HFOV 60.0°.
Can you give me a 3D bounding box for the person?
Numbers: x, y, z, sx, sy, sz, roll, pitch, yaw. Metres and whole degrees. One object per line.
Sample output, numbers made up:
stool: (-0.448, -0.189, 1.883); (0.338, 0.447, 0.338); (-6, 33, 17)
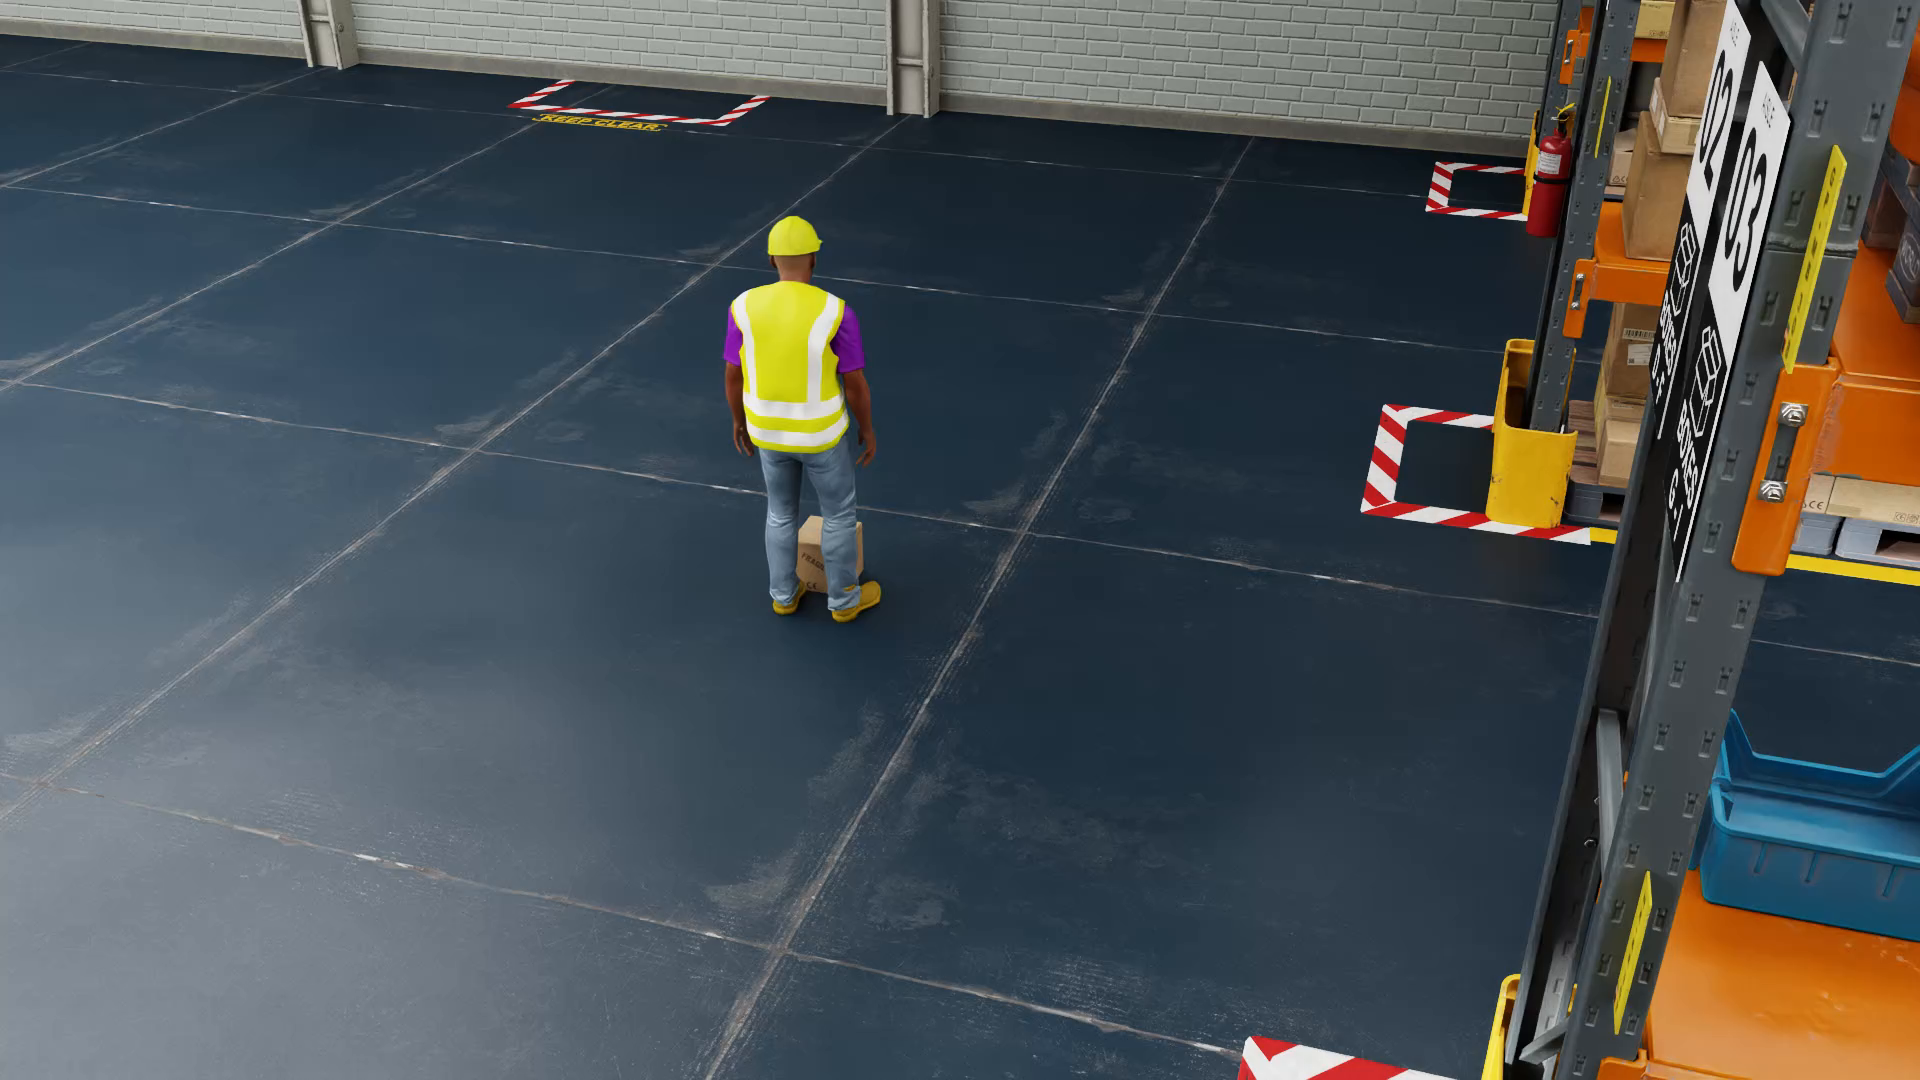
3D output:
person: (-0.658, -0.482, 6.978); (0.628, 1.759, 0.462); (7, 30, 12)
